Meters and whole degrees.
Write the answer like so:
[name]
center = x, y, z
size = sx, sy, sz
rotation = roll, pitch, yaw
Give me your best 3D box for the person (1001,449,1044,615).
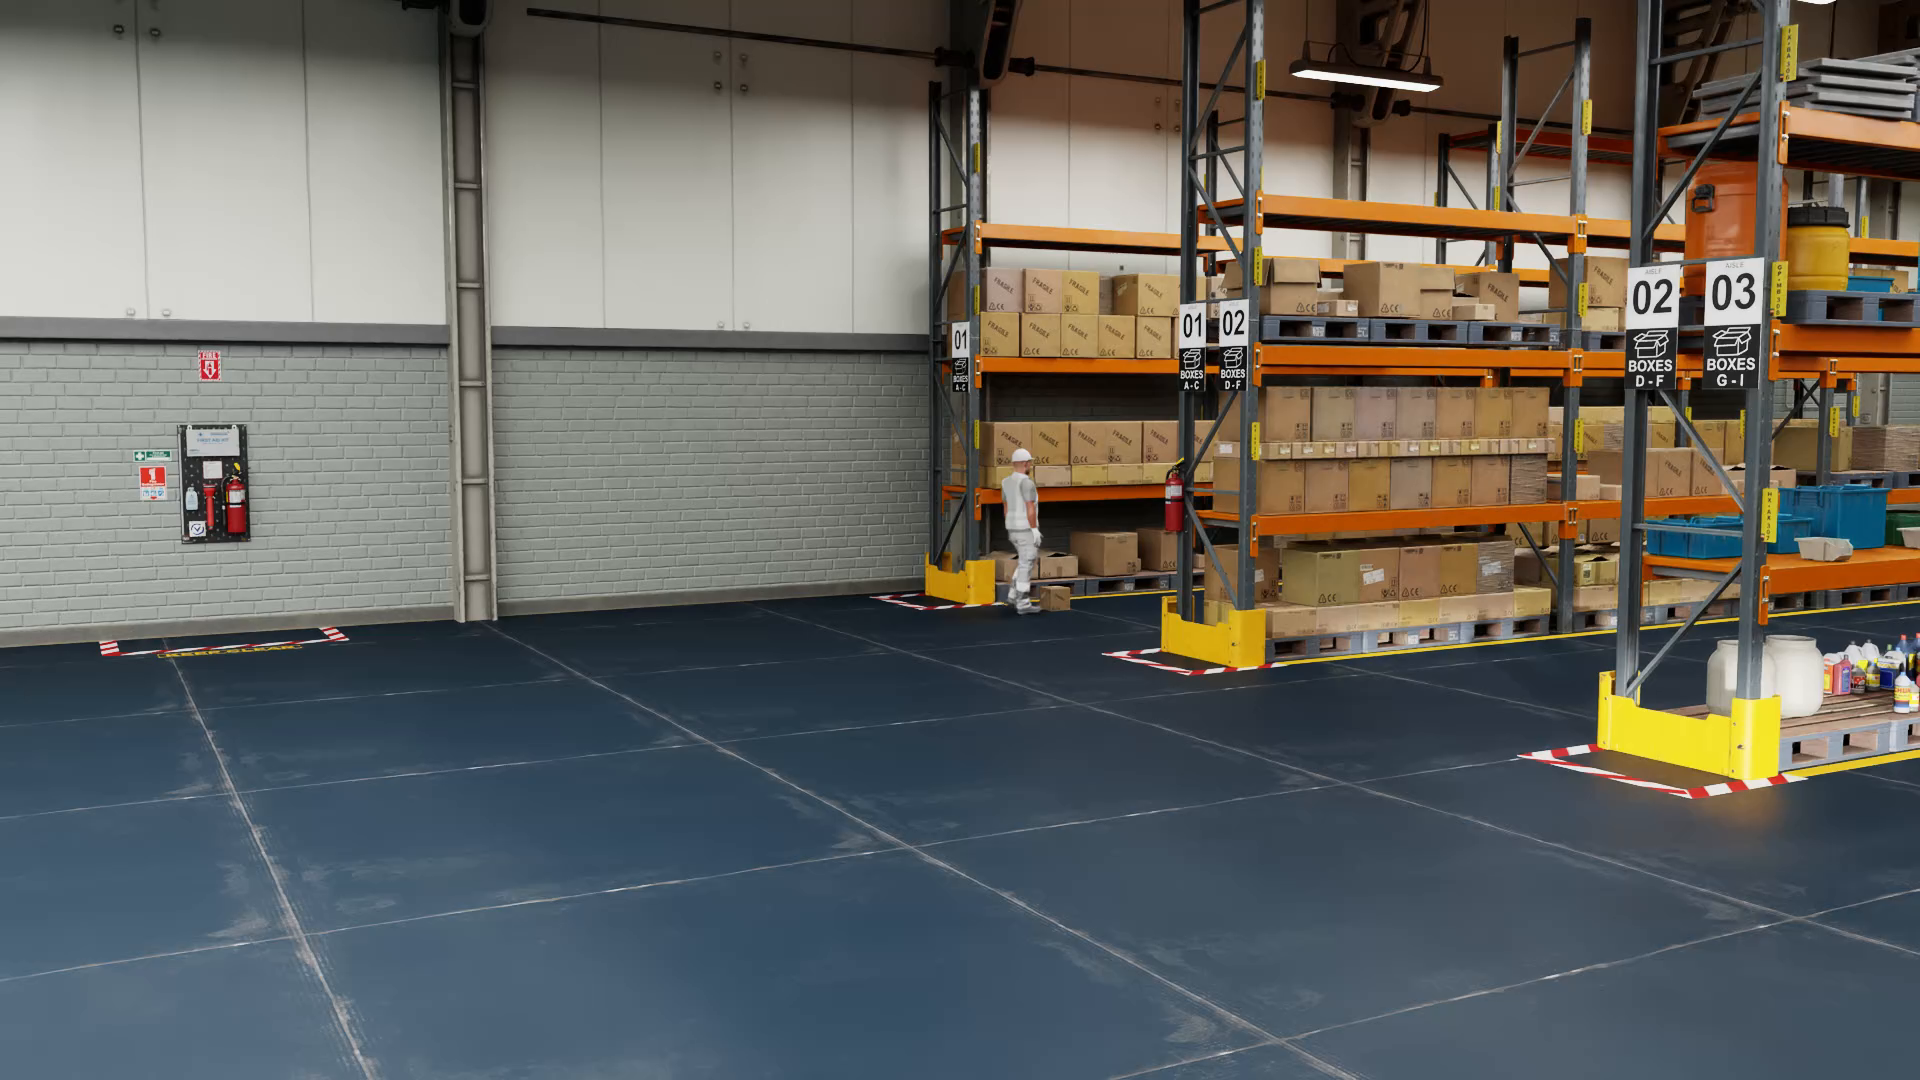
[person]
center = 0.722, -0.079, 18.054
size = 0.421, 1.823, 0.587
rotation = -3, 6, -30
